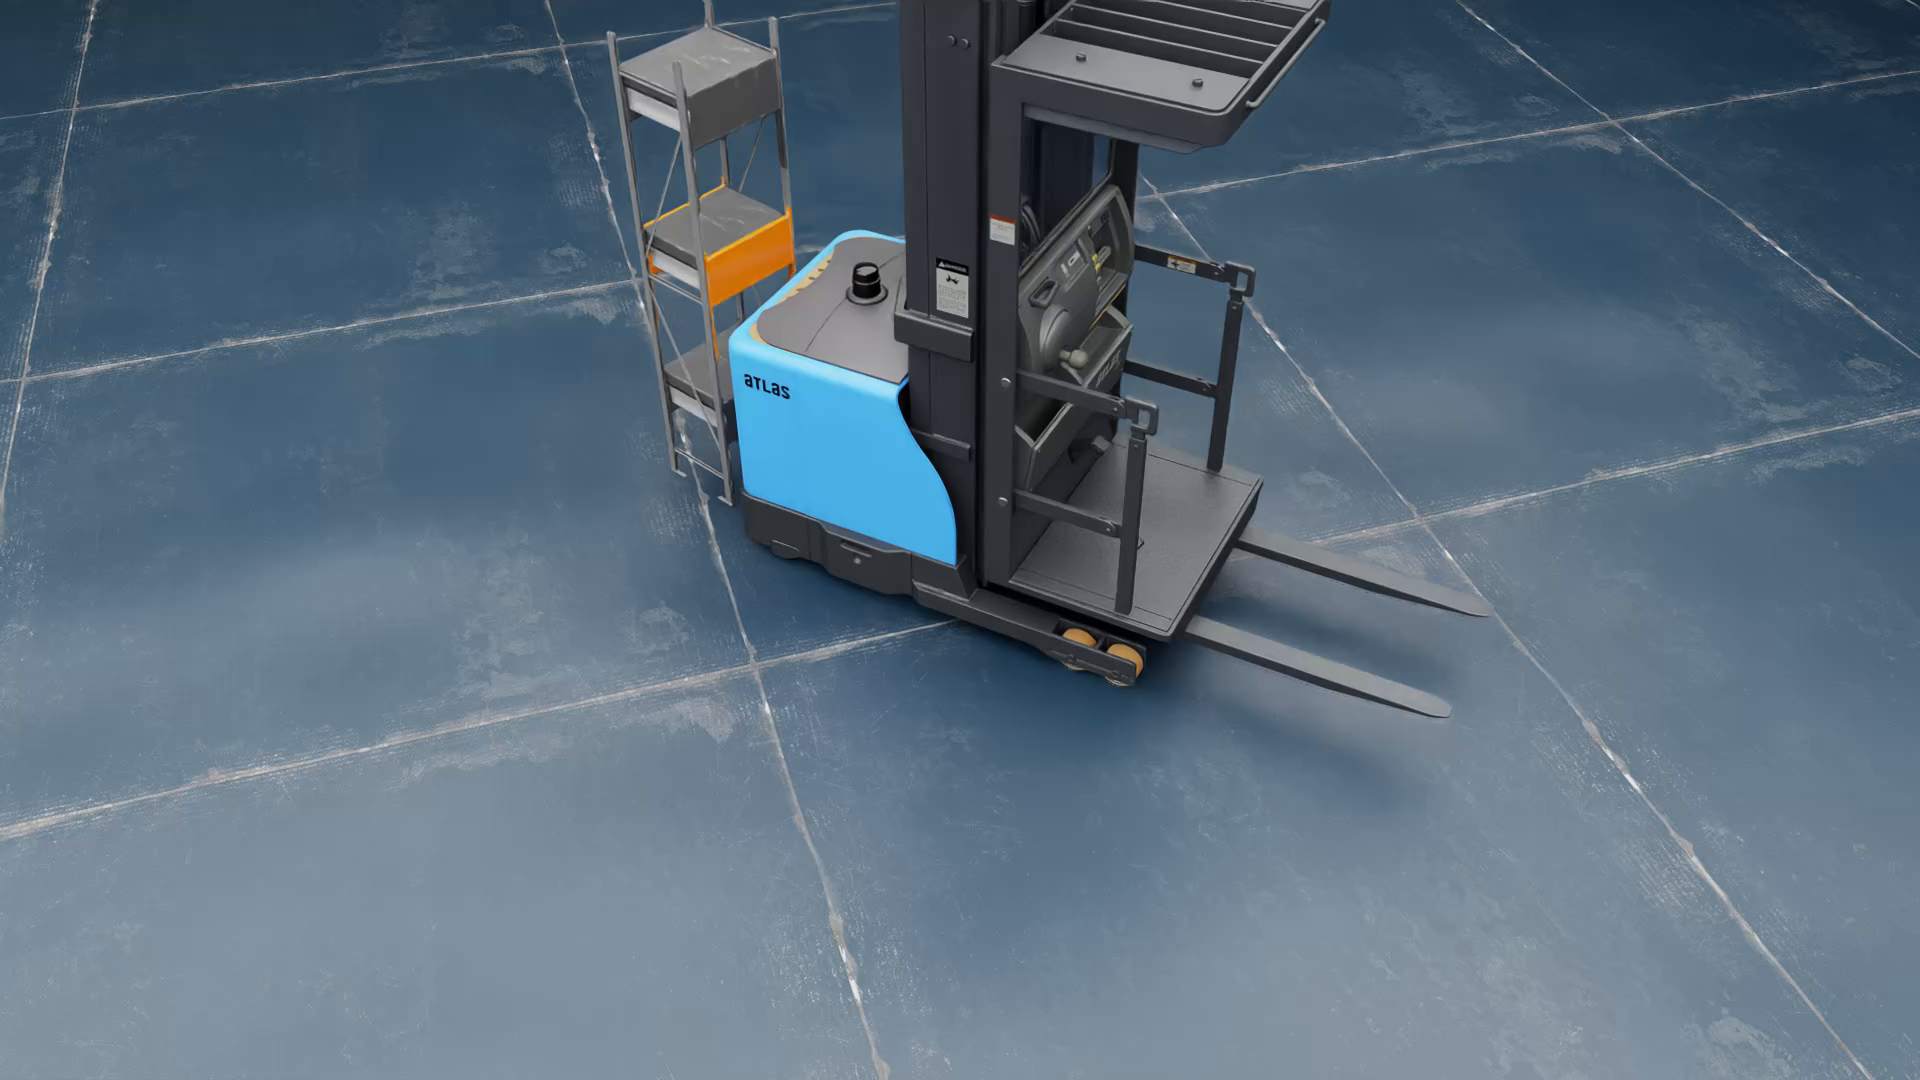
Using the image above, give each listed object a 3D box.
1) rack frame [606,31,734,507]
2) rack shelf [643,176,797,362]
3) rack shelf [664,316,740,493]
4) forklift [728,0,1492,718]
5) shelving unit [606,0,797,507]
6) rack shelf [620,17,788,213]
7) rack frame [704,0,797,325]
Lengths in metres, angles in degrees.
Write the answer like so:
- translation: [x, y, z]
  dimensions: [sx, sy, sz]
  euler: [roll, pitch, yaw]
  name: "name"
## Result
- translation: [-1.167, -1.029, 6.829]
  dimensions: [0.400, 2.100, 0.015]
  euler: [29, 49, 30]
  name: "rack frame"
- translation: [-1.007, -1.140, 6.977]
  dimensions: [0.431, 0.518, 0.480]
  euler: [29, 49, 30]
  name: "rack shelf"
- translation: [-1.005, -0.611, 7.436]
  dimensions: [0.431, 0.518, 0.480]
  euler: [29, 49, 30]
  name: "rack shelf"
- translation: [0.617, -0.928, 6.084]
  dimensions: [3.031, 2.935, 1.130]
  euler: [19, 44, 20]
  name: "forklift"
- translation: [-1.007, -1.150, 6.969]
  dimensions: [0.431, 2.100, 0.503]
  euler: [29, 49, 30]
  name: "shelving unit"
- translation: [-1.010, -1.669, 6.519]
  dimensions: [0.431, 0.518, 0.480]
  euler: [29, 49, 30]
  name: "rack shelf"
- translation: [-0.848, -1.272, 7.108]
  dimensions: [0.400, 2.100, 0.015]
  euler: [29, 49, 30]
  name: "rack frame"
